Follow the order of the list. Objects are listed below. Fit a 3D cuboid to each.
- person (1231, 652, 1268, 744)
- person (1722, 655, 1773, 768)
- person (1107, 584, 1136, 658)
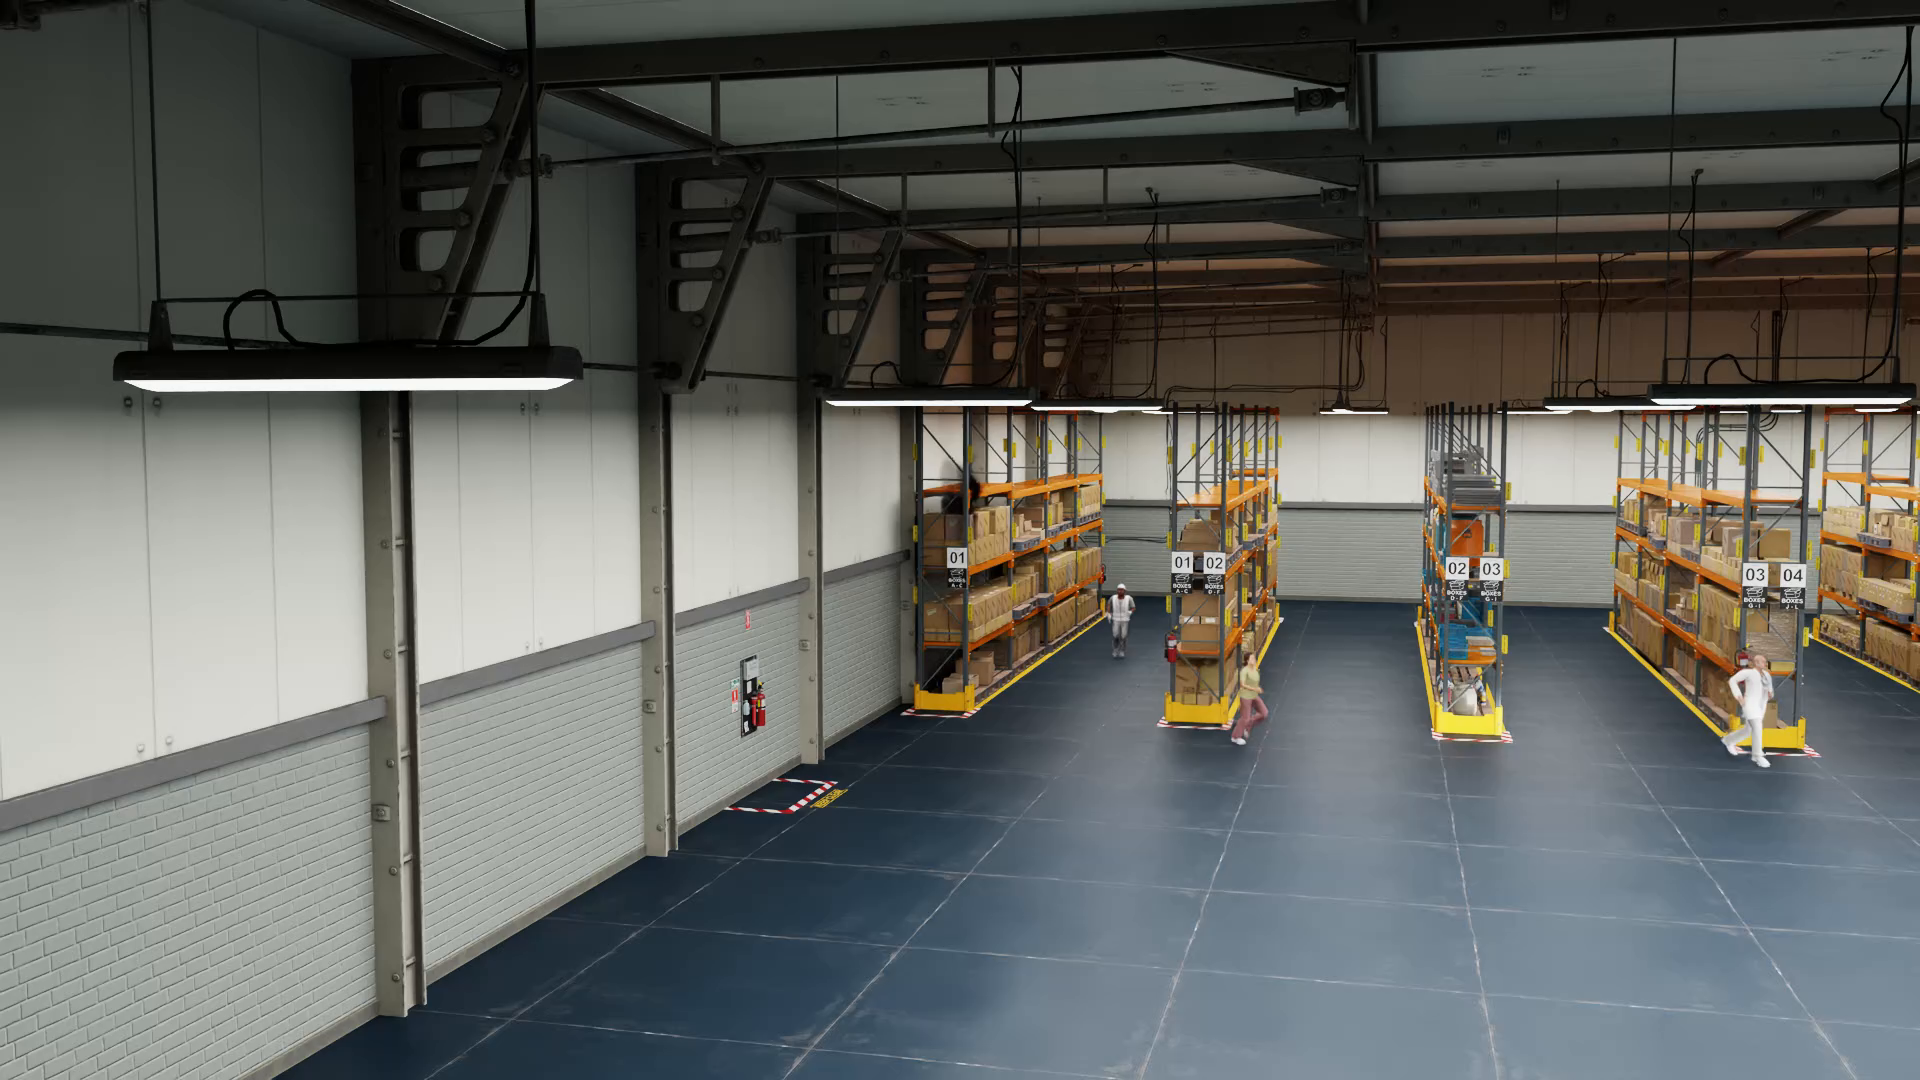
[{"bbox_3d":[5.077,2.758,29.046,0.607,1.625,0.698,-4,6,-44],"label":"person"},{"bbox_3d":[13.213,2.801,27.681,0.749,1.779,1.037,-2,5,-26],"label":"person"},{"bbox_3d":[3.824,1.928,39.463,0.679,1.765,0.660,0,4,5],"label":"person"}]
